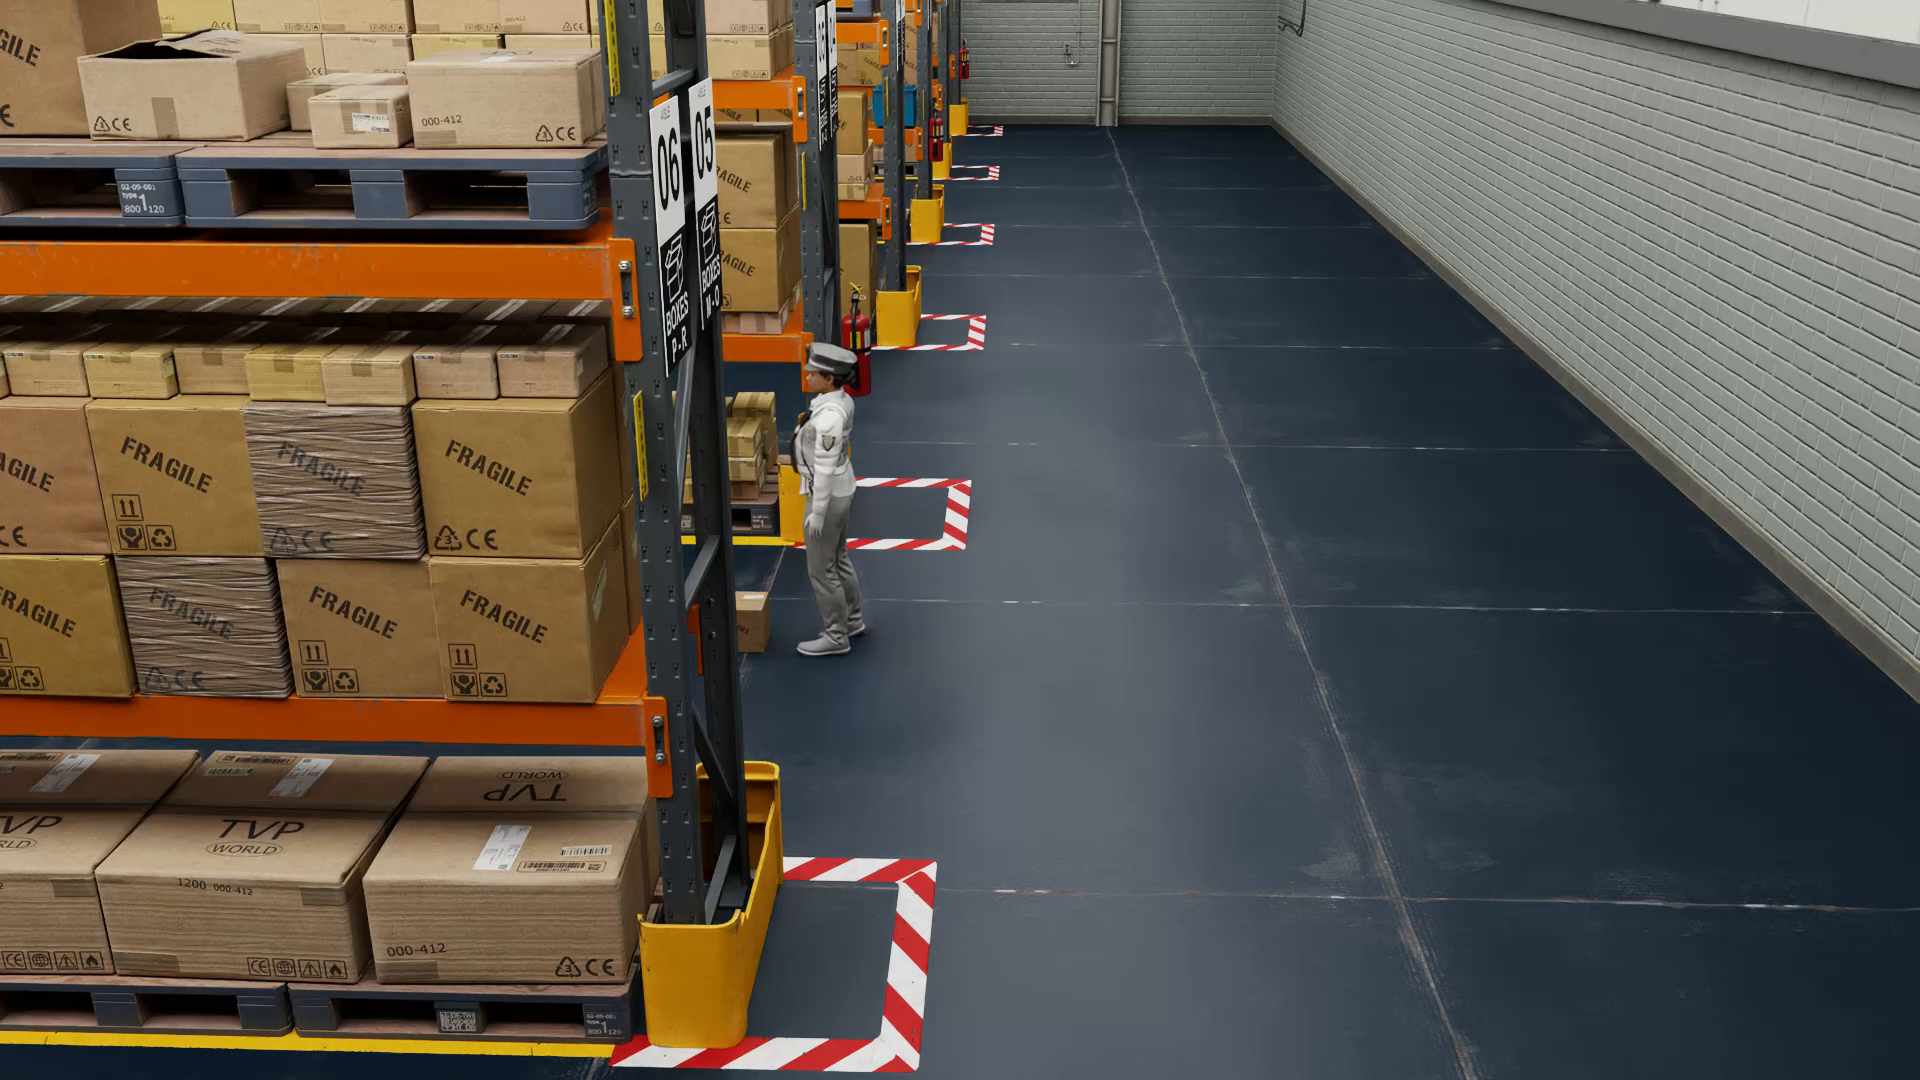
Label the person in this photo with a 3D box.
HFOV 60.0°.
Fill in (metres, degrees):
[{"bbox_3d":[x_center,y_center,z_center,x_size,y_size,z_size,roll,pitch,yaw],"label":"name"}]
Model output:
[{"bbox_3d":[-0.694,-0.191,8.701,0.347,1.723,0.468,1,21,3],"label":"person"}]
